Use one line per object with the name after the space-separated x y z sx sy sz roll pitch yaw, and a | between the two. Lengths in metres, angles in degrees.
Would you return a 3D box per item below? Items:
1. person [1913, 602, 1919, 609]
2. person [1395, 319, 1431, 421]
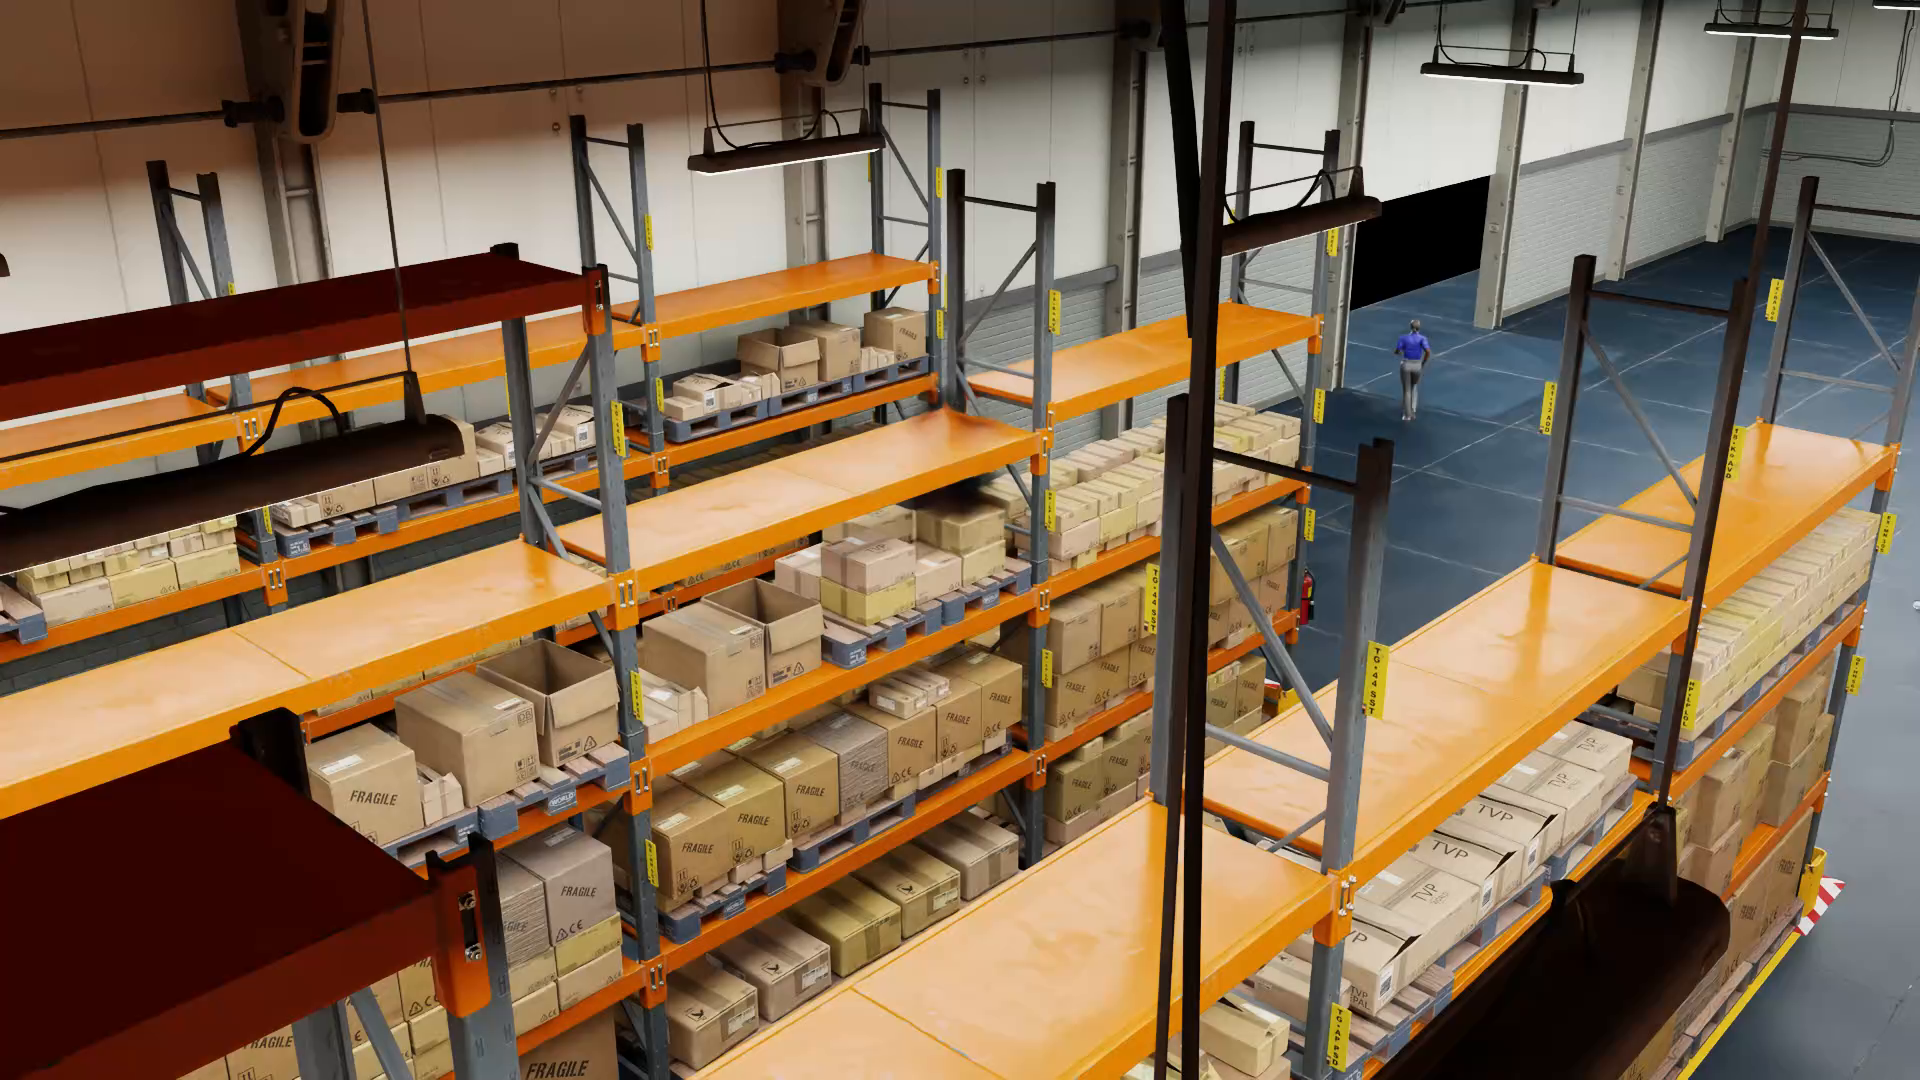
11.613 0.139 19.415 0.617 1.671 0.747 -8 23 -20 | person
7.253 -2.715 26.797 0.546 1.708 0.711 4 22 10 | person
